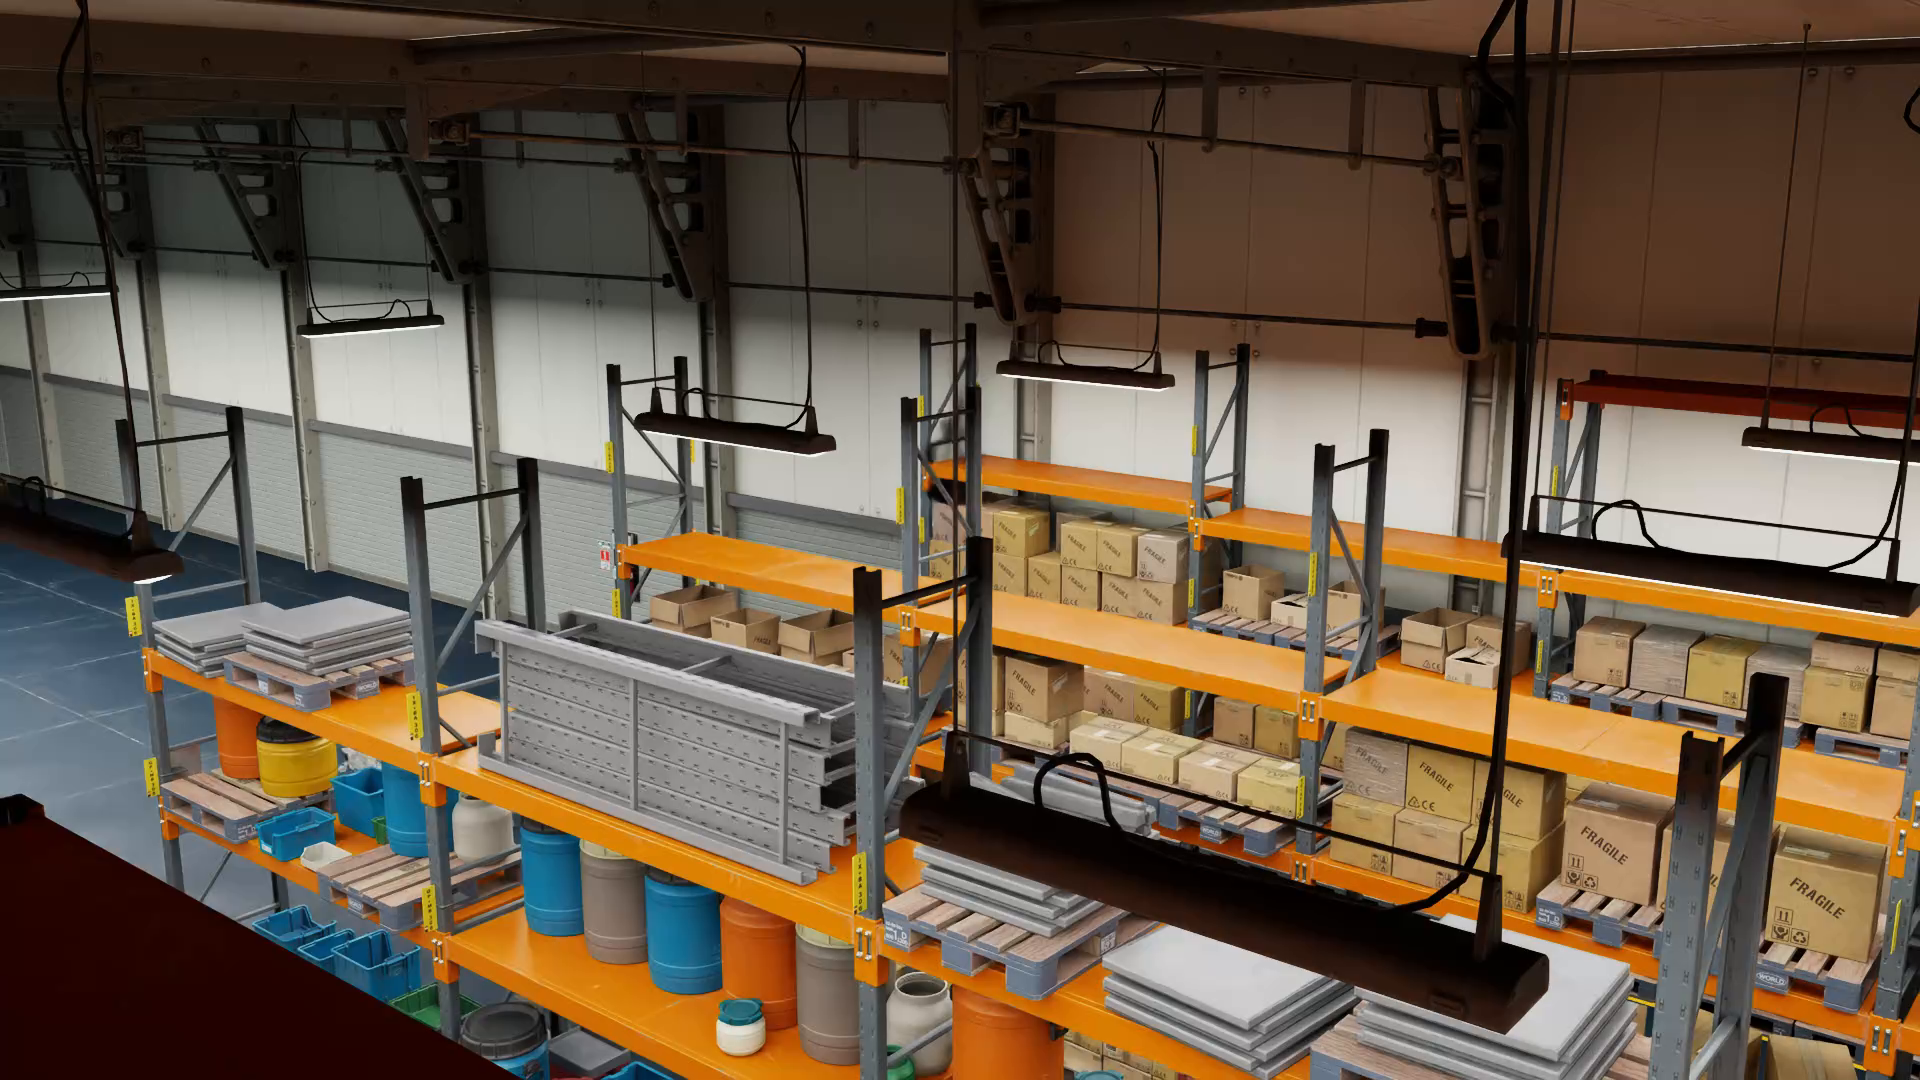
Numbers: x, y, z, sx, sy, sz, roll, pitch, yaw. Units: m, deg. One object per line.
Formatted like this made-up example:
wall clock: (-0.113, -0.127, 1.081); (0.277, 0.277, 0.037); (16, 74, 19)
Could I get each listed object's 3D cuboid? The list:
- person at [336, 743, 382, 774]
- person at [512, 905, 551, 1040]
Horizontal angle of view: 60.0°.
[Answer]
person: (-6.943, 2.932, 19.833); (0.958, 1.621, 0.656); (-5, 13, -20)
person: (-3.766, 4.047, 14.813); (0.971, 1.586, 0.537); (11, 17, 41)
